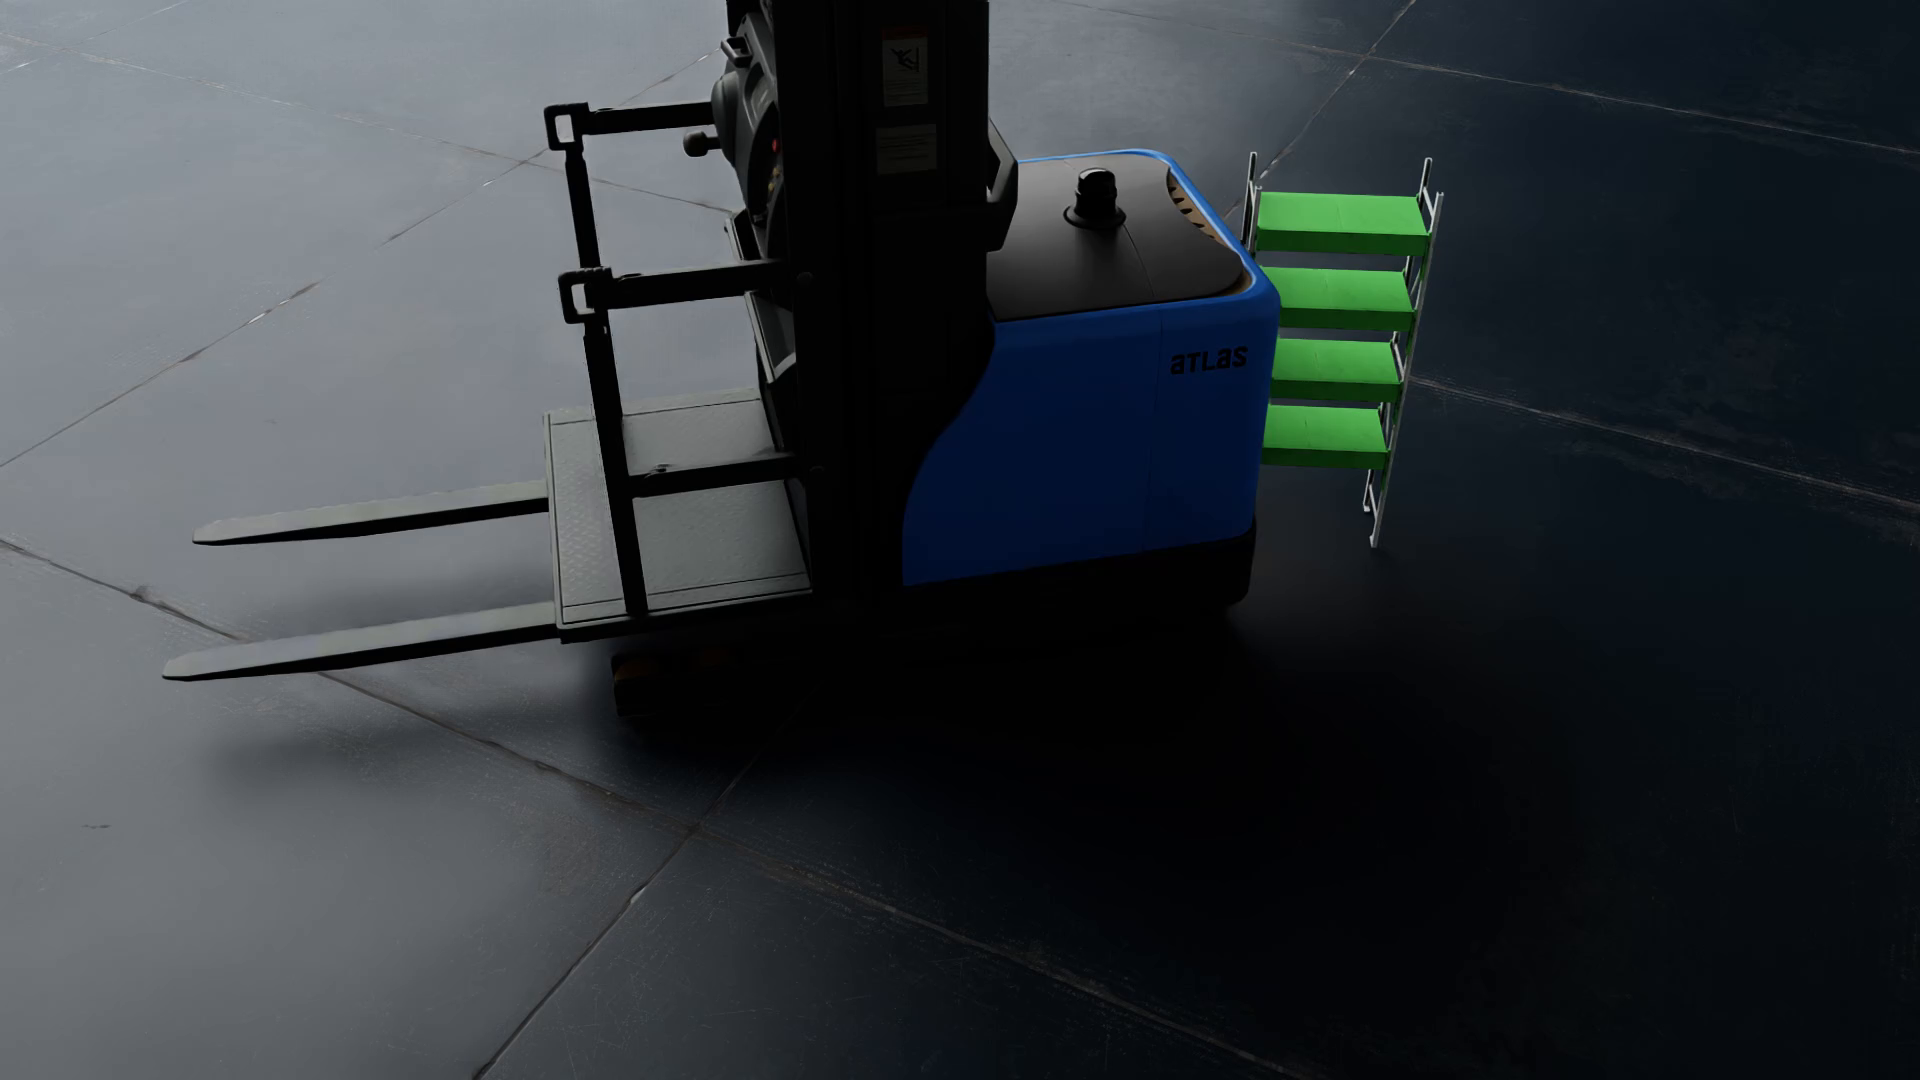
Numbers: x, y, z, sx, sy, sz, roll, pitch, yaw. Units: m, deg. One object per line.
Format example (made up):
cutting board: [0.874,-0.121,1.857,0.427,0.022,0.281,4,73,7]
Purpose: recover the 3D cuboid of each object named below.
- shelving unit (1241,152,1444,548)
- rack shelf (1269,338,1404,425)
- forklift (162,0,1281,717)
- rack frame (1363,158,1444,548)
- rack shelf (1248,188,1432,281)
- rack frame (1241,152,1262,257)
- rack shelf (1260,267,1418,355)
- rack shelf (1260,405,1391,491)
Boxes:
shelving unit: [1.066,-0.537,4.966,0.503,1.200,0.258,3,37,4]
rack shelf: [1.066,-0.487,5.004,0.480,0.148,0.258,3,37,4]
forklift: [-0.714,-1.030,4.182,3.031,2.935,1.130,-8,38,-10]
rack frame: [1.309,-0.526,4.950,0.015,1.200,0.240,3,37,4]
rack shelf: [1.066,-0.869,4.714,0.480,0.148,0.258,3,37,4]
rack frame: [0.823,-0.549,4.981,0.015,1.200,0.240,3,37,4]
rack shelf: [1.066,-0.678,4.859,0.480,0.148,0.258,3,37,4]
rack shelf: [1.066,-0.295,5.149,0.480,0.148,0.258,3,37,4]
